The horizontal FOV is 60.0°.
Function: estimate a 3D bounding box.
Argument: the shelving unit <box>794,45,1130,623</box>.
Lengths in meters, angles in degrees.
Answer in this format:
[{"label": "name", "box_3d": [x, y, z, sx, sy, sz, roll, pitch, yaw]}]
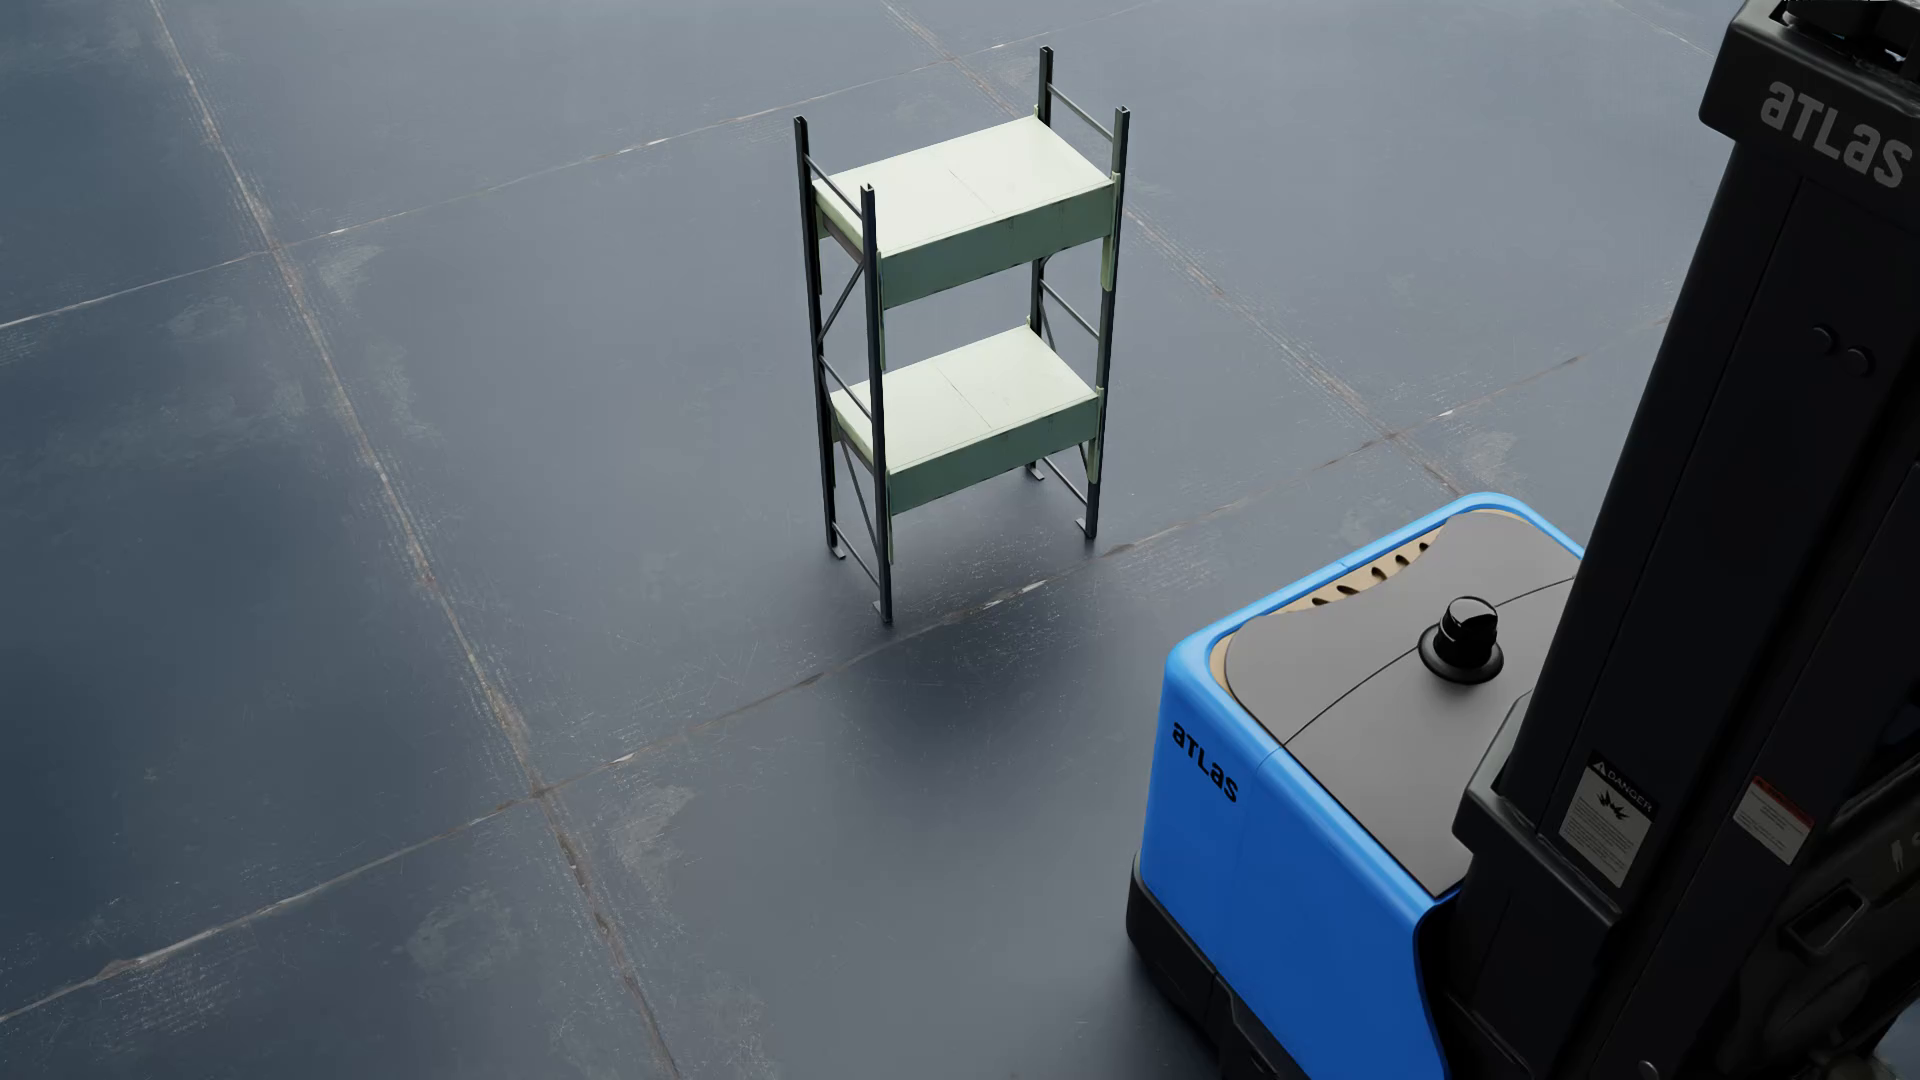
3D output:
[{"label": "shelving unit", "box_3d": [0.006, -0.541, 4.730, 0.755, 1.500, 0.431, -22, 48, -21]}]

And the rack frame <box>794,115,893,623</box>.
[{"label": "rack frame", "box_3d": [-0.312, -0.414, 4.599, 0.023, 1.500, 0.400, -22, 48, -21]}]

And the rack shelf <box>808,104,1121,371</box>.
[{"label": "rack shelf", "box_3d": [0.006, -0.821, 4.458, 0.720, 0.370, 0.431, -22, 48, -21]}]

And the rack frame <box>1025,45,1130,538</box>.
[{"label": "rack frame", "box_3d": [0.323, -0.668, 4.861, 0.023, 1.500, 0.400, -22, 48, -21]}]

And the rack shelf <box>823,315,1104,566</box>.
[{"label": "rack shelf", "box_3d": [0.006, -0.307, 4.957, 0.720, 0.370, 0.431, -22, 48, -21]}]

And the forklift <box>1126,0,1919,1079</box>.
[{"label": "forklift", "box_3d": [1.634, 0.628, 2.498, 1.130, 2.935, 3.031, -24, 49, -23]}]
